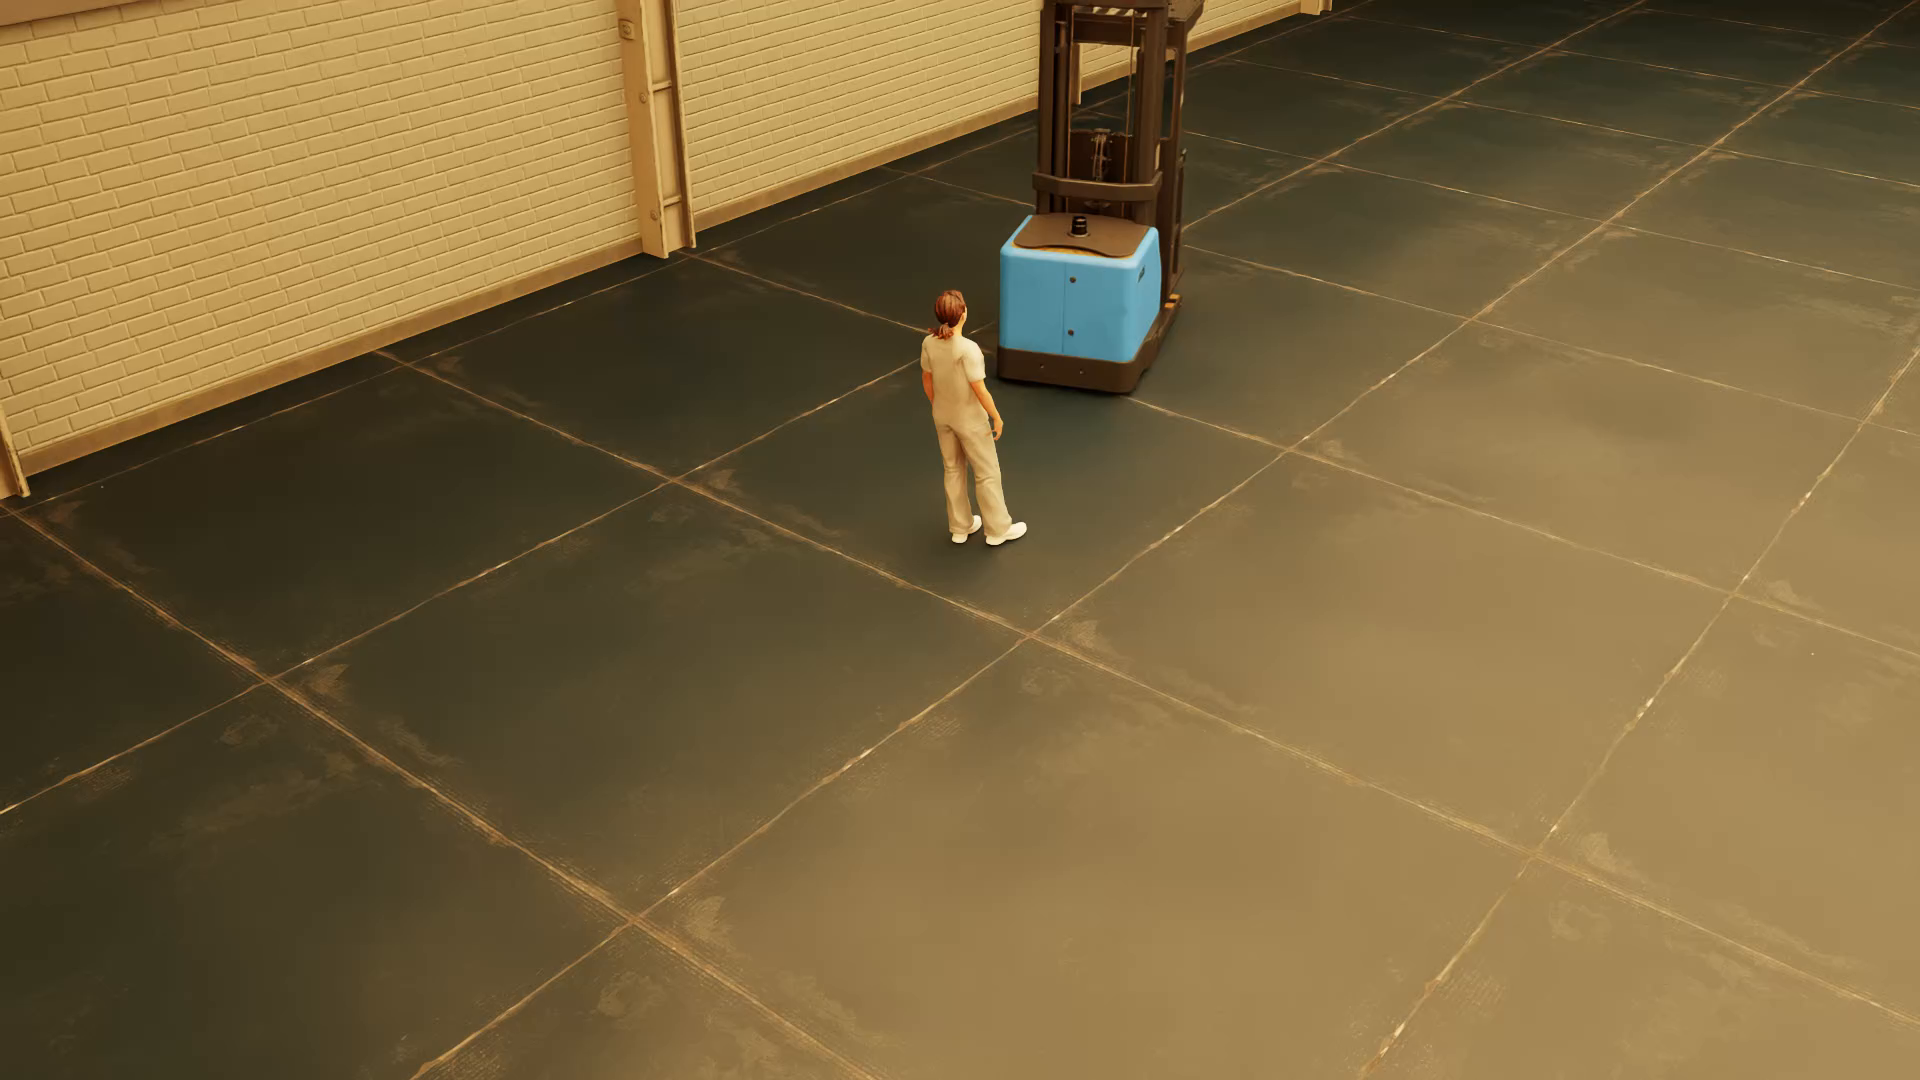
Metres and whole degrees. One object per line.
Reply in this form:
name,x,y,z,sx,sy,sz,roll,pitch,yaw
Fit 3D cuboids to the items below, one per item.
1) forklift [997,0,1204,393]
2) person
forklift,1.199,-3.078,12.863,1.130,2.935,3.031,9,31,15
person,0.057,-0.755,10.116,0.549,1.673,0.548,22,37,33
